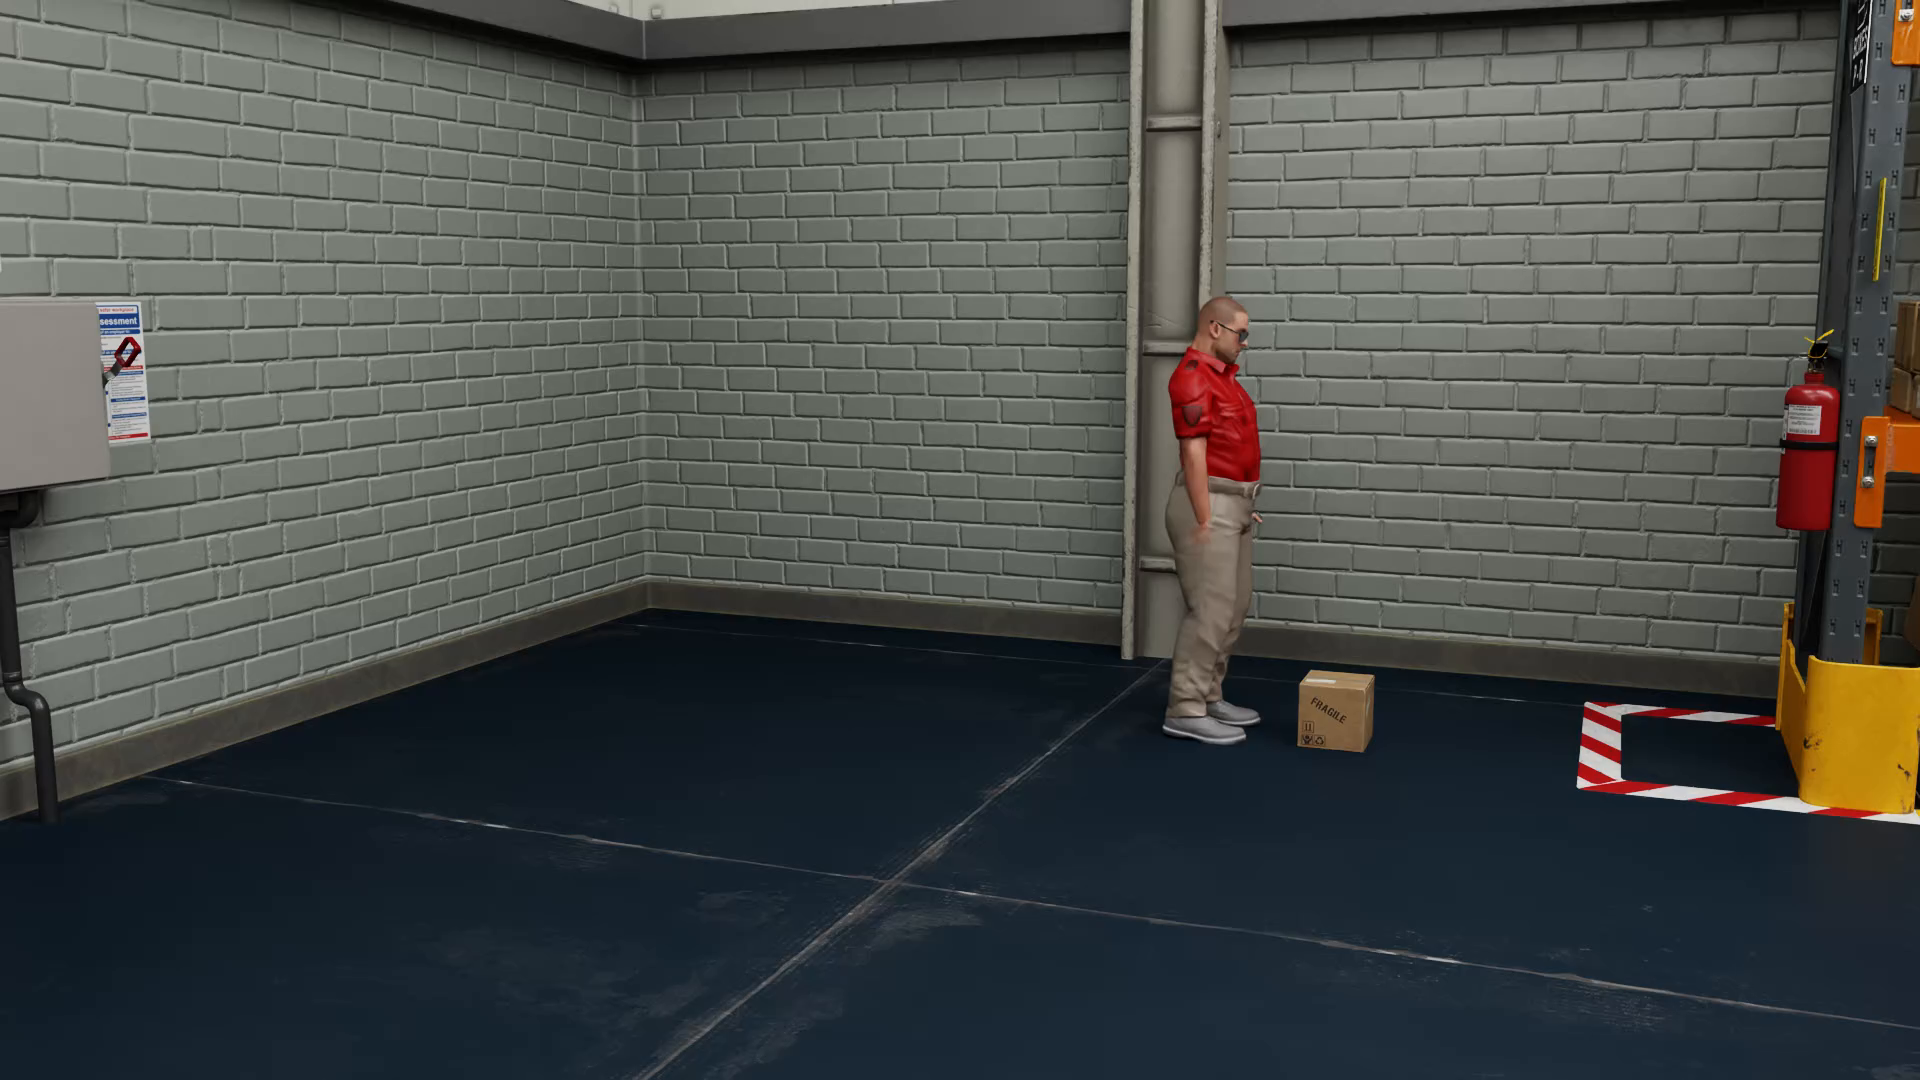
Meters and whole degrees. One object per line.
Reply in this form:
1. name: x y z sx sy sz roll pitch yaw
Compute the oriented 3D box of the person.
1. person: 1.012 -0.090 6.548 0.358 1.720 0.531 4 9 22
